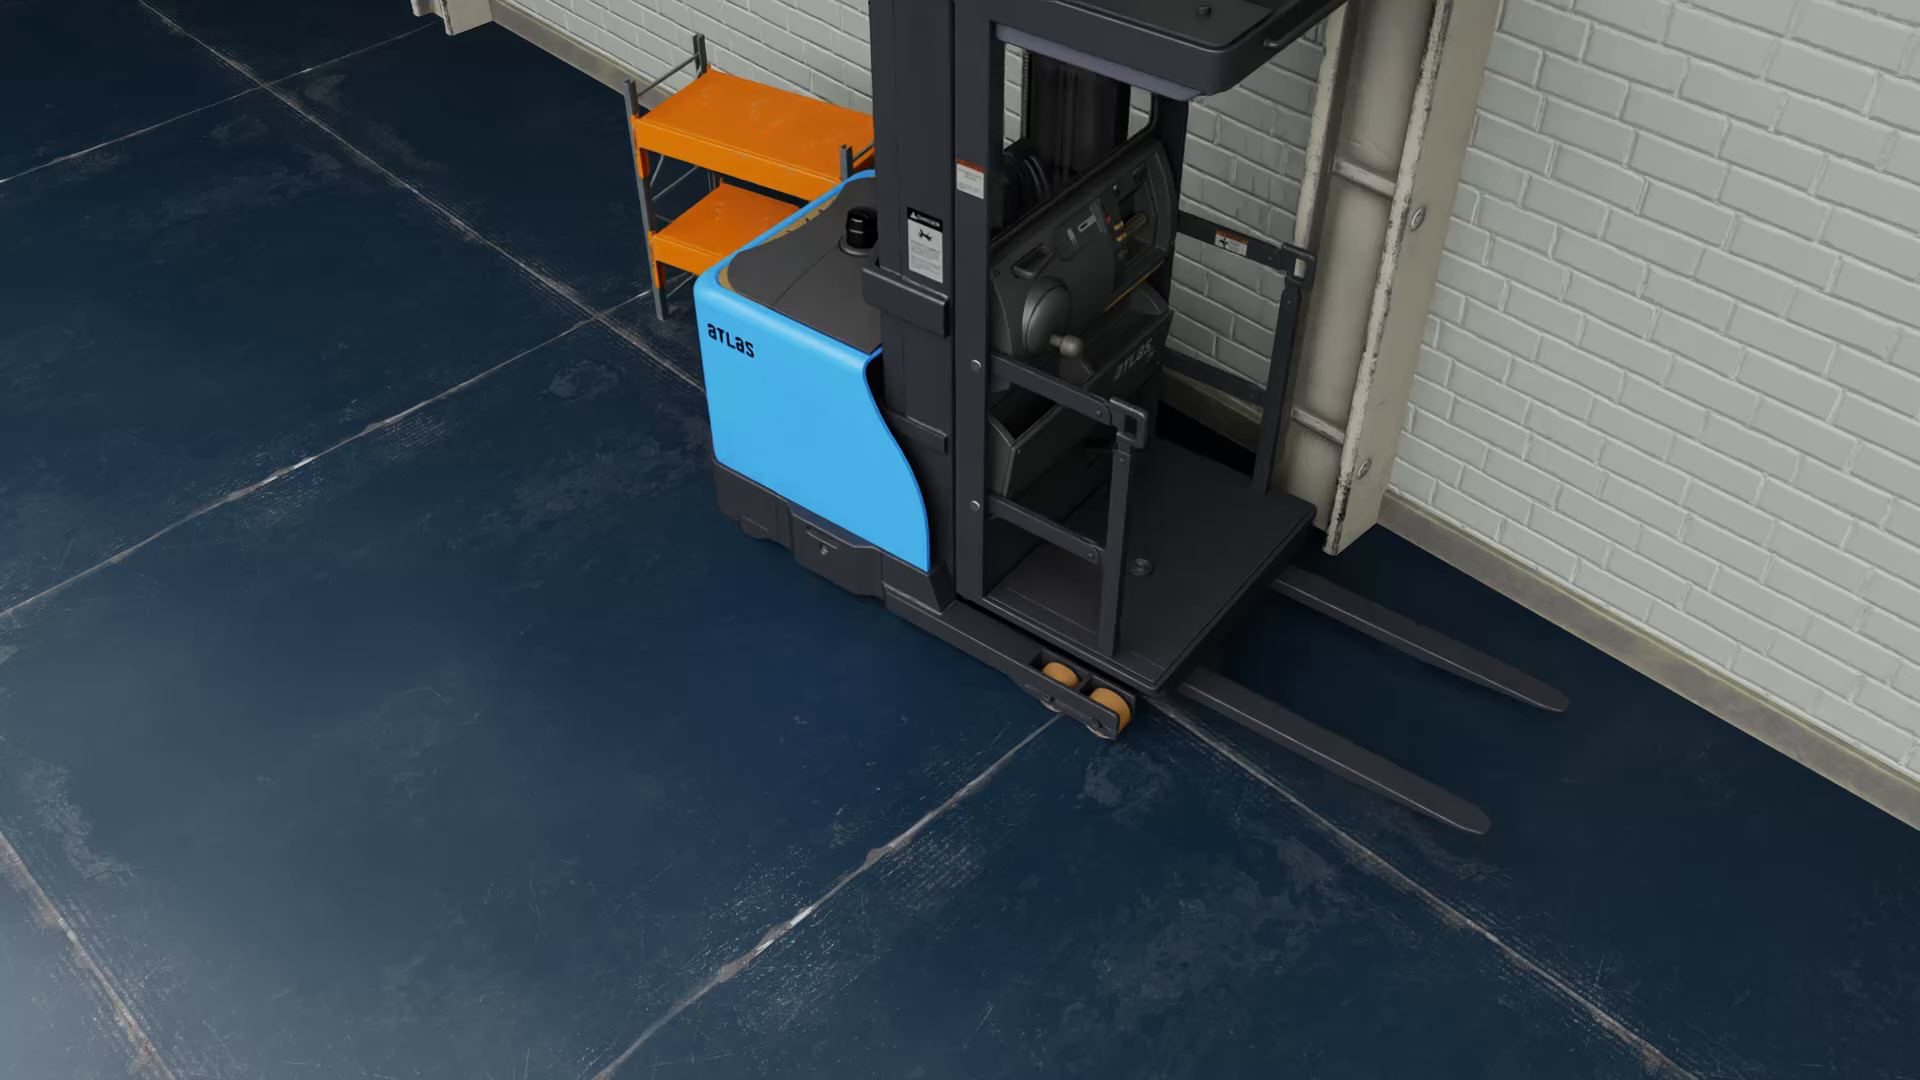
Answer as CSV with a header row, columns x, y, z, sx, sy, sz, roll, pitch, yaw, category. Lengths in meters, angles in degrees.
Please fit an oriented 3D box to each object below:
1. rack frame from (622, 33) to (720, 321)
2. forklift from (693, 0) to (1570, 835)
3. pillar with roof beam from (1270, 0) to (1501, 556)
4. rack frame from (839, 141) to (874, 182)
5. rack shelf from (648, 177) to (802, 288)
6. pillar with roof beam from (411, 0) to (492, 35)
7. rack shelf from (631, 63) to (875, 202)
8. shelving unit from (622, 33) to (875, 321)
x,y,z,sx,sy,sz,roll,pitch,yaw,category
-1.191,-1.526,7.072,0.032,1.125,0.500,21,47,22,rack frame
0.558,-0.830,4.989,3.031,2.935,1.130,27,49,26,forklift
-1.689,-1.348,1.078,9.100,9.000,0.400,-34,53,-31,pillar with roof beam
-0.310,-1.181,6.699,0.032,1.125,0.500,21,47,22,rack frame
-0.750,-1.174,7.052,1.000,0.278,0.538,21,47,22,rack shelf
-5.926,-4.231,4.198,9.100,9.000,0.400,-34,53,-31,pillar with roof beam
-0.750,-1.568,6.687,1.000,0.278,0.538,21,47,22,rack shelf
-0.750,-1.353,6.886,1.048,1.125,0.538,21,47,22,shelving unit
